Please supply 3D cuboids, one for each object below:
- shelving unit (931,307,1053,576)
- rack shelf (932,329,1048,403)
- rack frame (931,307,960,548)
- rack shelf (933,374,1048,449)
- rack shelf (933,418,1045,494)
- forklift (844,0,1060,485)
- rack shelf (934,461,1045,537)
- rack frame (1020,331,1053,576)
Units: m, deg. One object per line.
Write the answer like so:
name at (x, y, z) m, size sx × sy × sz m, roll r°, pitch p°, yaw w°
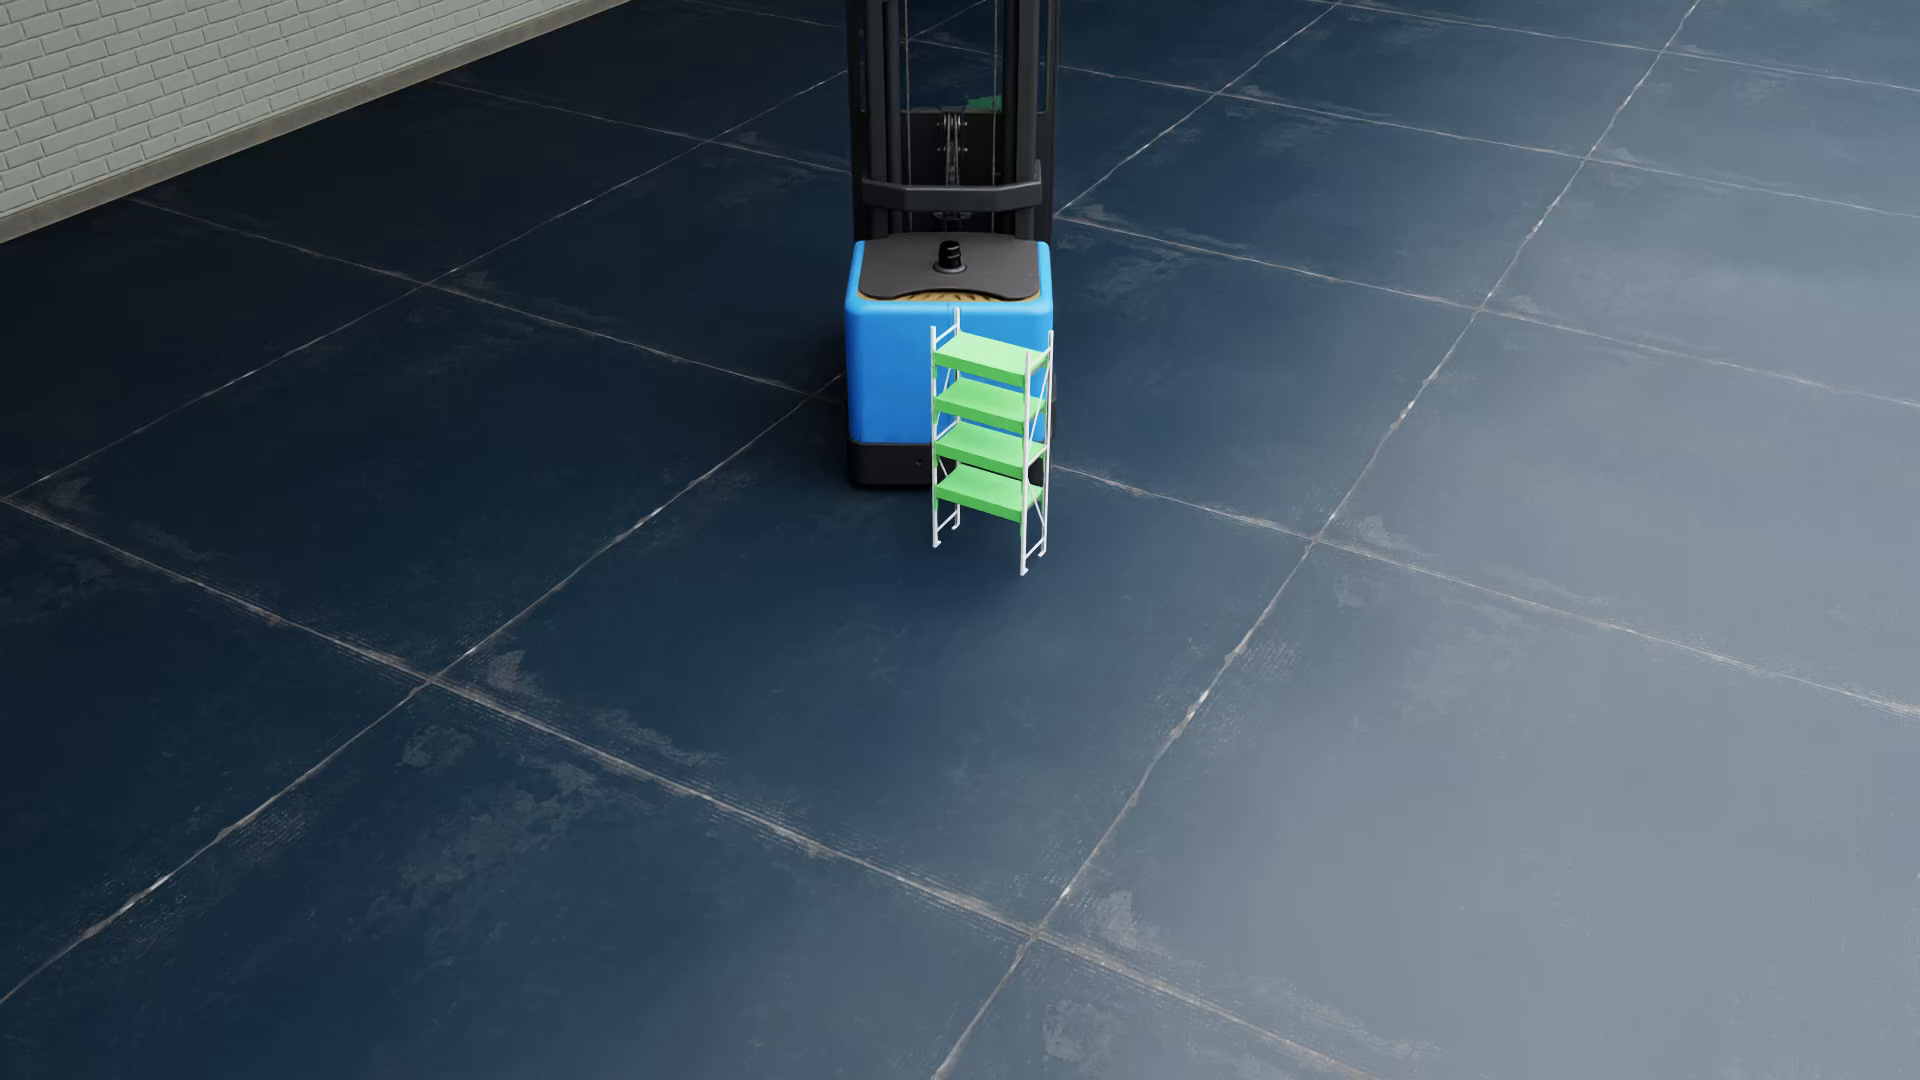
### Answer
shelving unit at (0.144, -0.454, 7.849) m, size 0.503 × 1.200 × 0.258 m, roll 18°, pitch 37°, yaw 24°
rack shelf at (0.144, -0.800, 7.618) m, size 0.480 × 0.148 × 0.258 m, roll 18°, pitch 37°, yaw 24°
rack frame at (-0.068, -0.521, 7.950) m, size 0.015 × 1.200 × 0.240 m, roll 18°, pitch 37°, yaw 24°
rack shelf at (0.144, -0.600, 7.751) m, size 0.480 × 0.148 × 0.258 m, roll 18°, pitch 37°, yaw 24°
rack shelf at (0.144, -0.401, 7.884) m, size 0.480 × 0.148 × 0.258 m, roll 18°, pitch 37°, yaw 24°
forklift at (-0.033, -2.281, 9.031) m, size 1.130 × 2.935 × 3.031 m, roll 1°, pitch 34°, yaw 1°
rack shelf at (0.144, -0.201, 8.018) m, size 0.480 × 0.148 × 0.258 m, roll 18°, pitch 37°, yaw 24°
rack frame at (0.356, -0.387, 7.748) m, size 0.015 × 1.200 × 0.240 m, roll 18°, pitch 37°, yaw 24°
